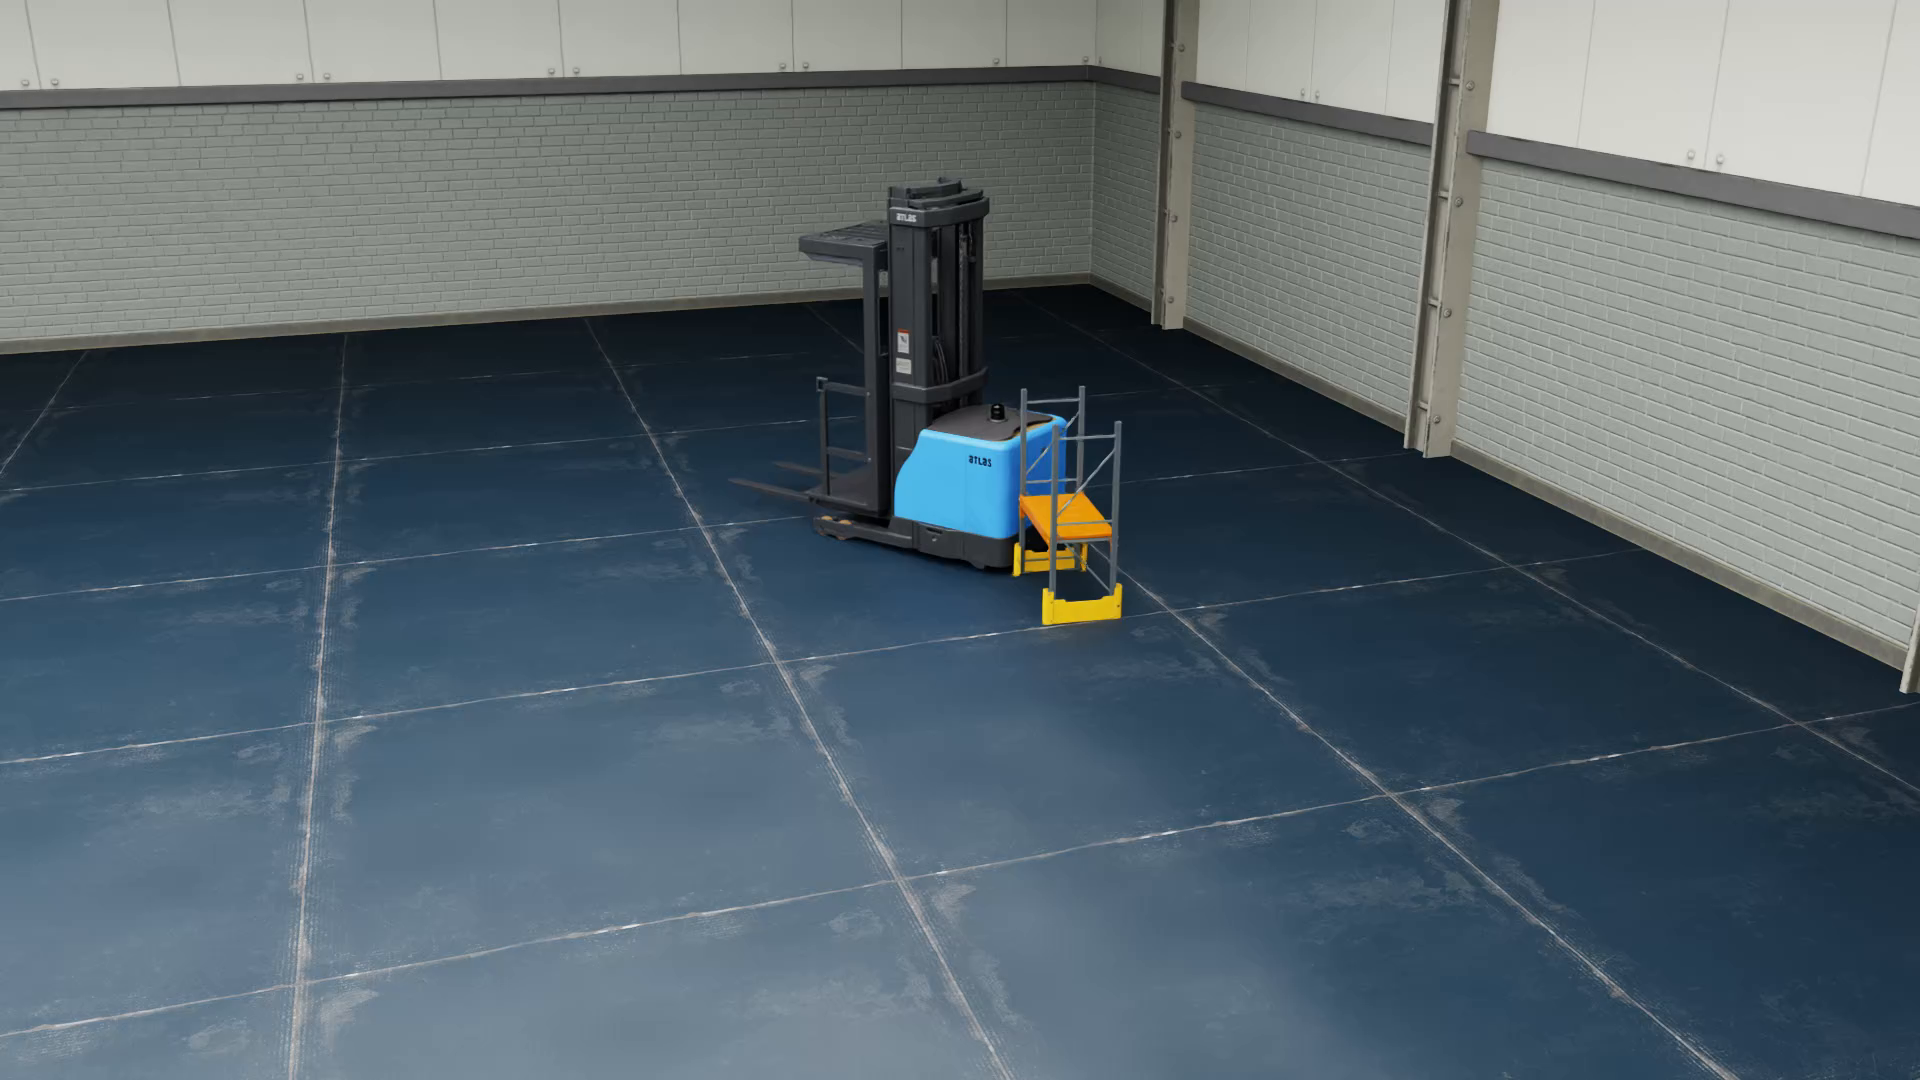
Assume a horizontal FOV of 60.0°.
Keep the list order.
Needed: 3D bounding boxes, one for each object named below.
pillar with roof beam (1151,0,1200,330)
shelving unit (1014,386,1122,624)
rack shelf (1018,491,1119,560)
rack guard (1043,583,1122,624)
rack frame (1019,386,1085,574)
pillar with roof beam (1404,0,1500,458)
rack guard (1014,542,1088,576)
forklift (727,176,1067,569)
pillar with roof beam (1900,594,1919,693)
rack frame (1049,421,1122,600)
[{"bbox_3d":[-1.372,-6.578,18.917,9.100,9.000,0.400,-6,21,-17],"label":"pillar with roof beam"},{"bbox_3d":[0.809,-0.286,12.494,0.587,1.500,1.083,-4,20,-10],"label":"shelving unit"},{"bbox_3d":[0.808,-0.120,12.563,0.538,0.185,1.000,-4,20,-10],"label":"rack shelf"},{"bbox_3d":[0.901,0.468,12.244,0.587,0.250,0.087,-4,20,-10],"label":"rack guard"},{"bbox_3d":[0.714,-0.458,12.972,0.500,1.500,0.032,-4,20,-10],"label":"rack frame"},{"bbox_3d":[0.514,-4.652,13.557,9.100,9.000,0.400,-6,21,-17],"label":"pillar with roof beam"},{"bbox_3d":[0.717,0.137,13.165,0.587,0.250,0.087,-4,20,-10],"label":"rack guard"},{"bbox_3d":[-0.627,-1.512,13.790,3.031,2.935,1.130,13,23,31],"label":"forklift"},{"bbox_3d":[2.400,-2.727,8.196,9.100,9.000,0.400,-6,21,-17],"label":"pillar with roof beam"},{"bbox_3d":[0.902,-0.120,12.032,0.500,1.500,0.032,-4,20,-10],"label":"rack frame"}]
